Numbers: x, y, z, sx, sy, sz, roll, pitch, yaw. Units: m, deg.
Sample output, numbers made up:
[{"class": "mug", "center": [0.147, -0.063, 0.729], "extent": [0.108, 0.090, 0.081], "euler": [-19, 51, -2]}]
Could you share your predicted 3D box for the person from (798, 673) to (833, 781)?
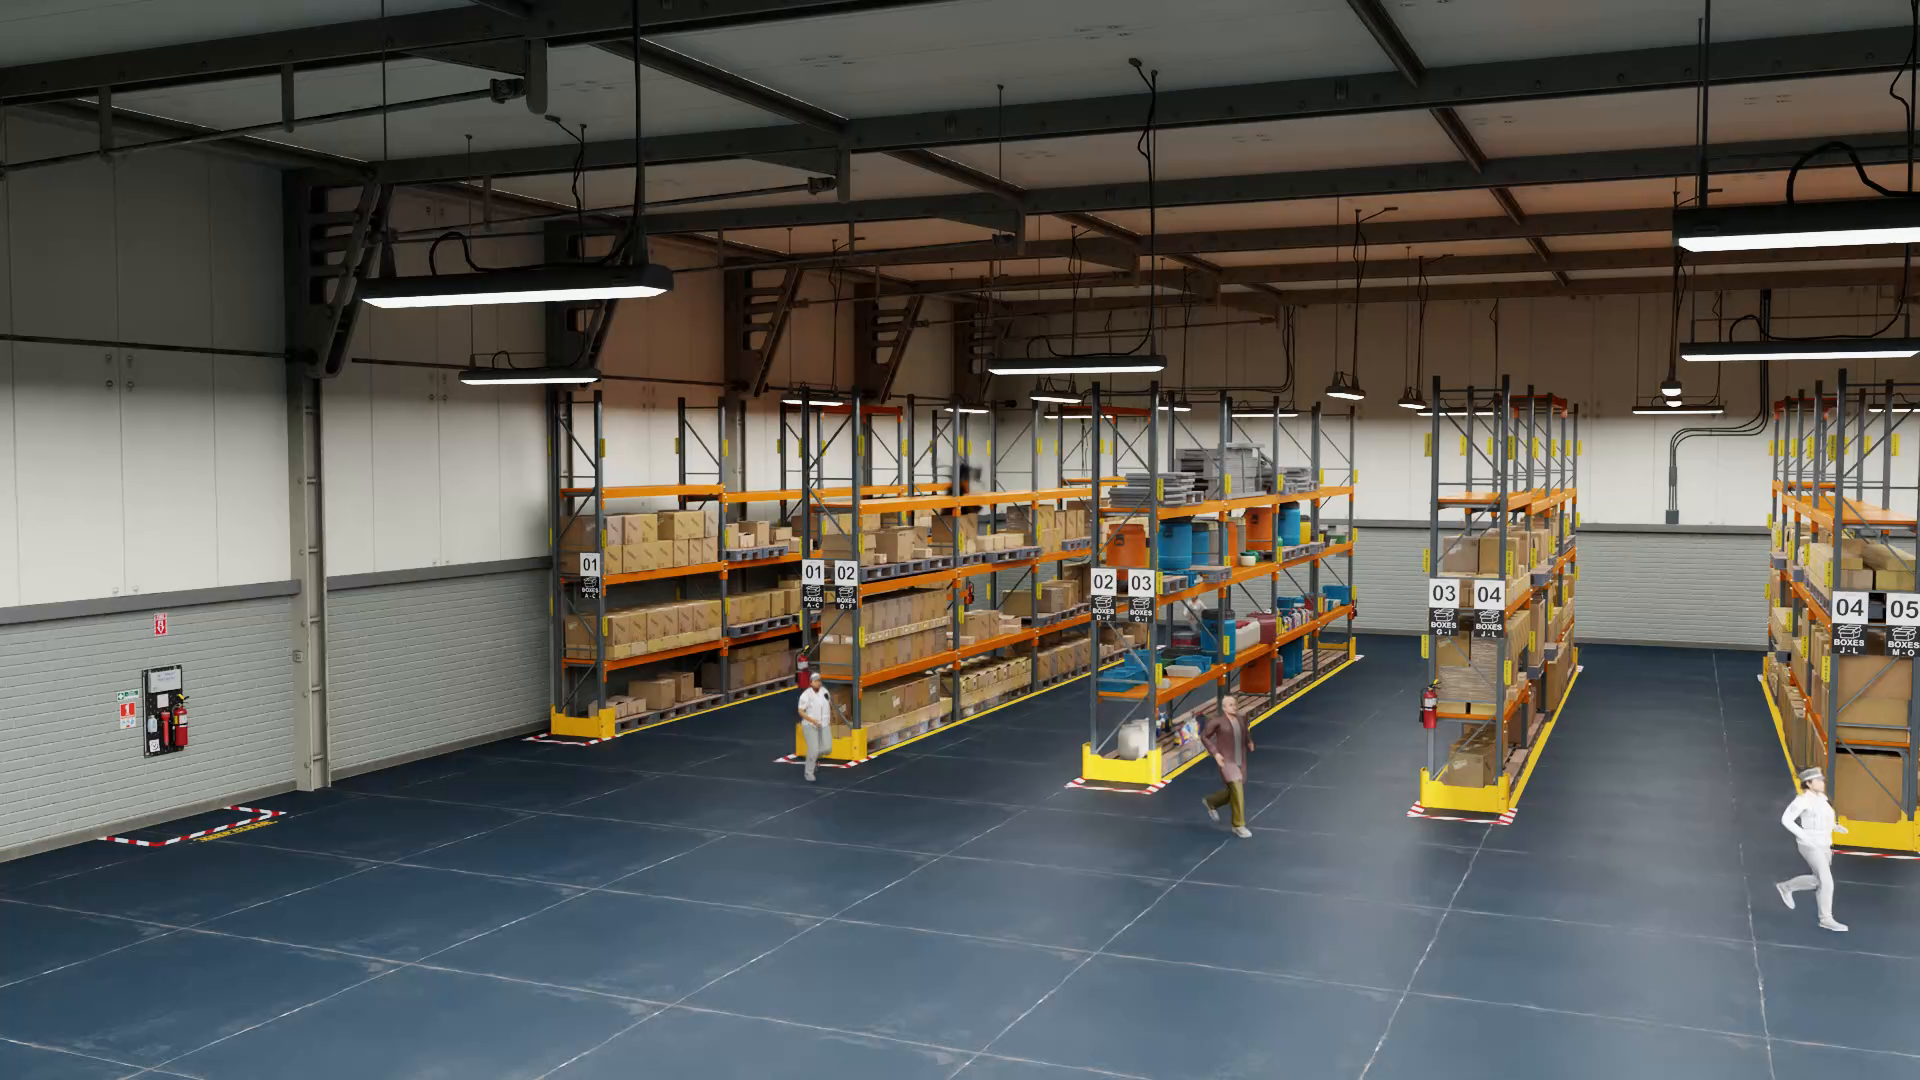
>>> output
[{"class": "person", "center": [-2.145, 2.816, 25.109], "extent": [0.633, 1.634, 0.556], "euler": [-2, 4, -34]}]

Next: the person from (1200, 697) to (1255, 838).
[{"class": "person", "center": [3.512, 2.924, 21.696], "extent": [0.699, 1.783, 0.911], "euler": [-2, 4, -33]}]

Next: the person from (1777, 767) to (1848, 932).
[{"class": "person", "center": [8.935, 3.199, 17.454], "extent": [0.626, 1.665, 0.823], "euler": [-2, 4, -32]}]

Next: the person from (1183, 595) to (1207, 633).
[{"class": "person", "center": [5.709, 2.021, 40.340], "extent": [0.579, 1.567, 0.632], "euler": [0, 3, 1]}]
